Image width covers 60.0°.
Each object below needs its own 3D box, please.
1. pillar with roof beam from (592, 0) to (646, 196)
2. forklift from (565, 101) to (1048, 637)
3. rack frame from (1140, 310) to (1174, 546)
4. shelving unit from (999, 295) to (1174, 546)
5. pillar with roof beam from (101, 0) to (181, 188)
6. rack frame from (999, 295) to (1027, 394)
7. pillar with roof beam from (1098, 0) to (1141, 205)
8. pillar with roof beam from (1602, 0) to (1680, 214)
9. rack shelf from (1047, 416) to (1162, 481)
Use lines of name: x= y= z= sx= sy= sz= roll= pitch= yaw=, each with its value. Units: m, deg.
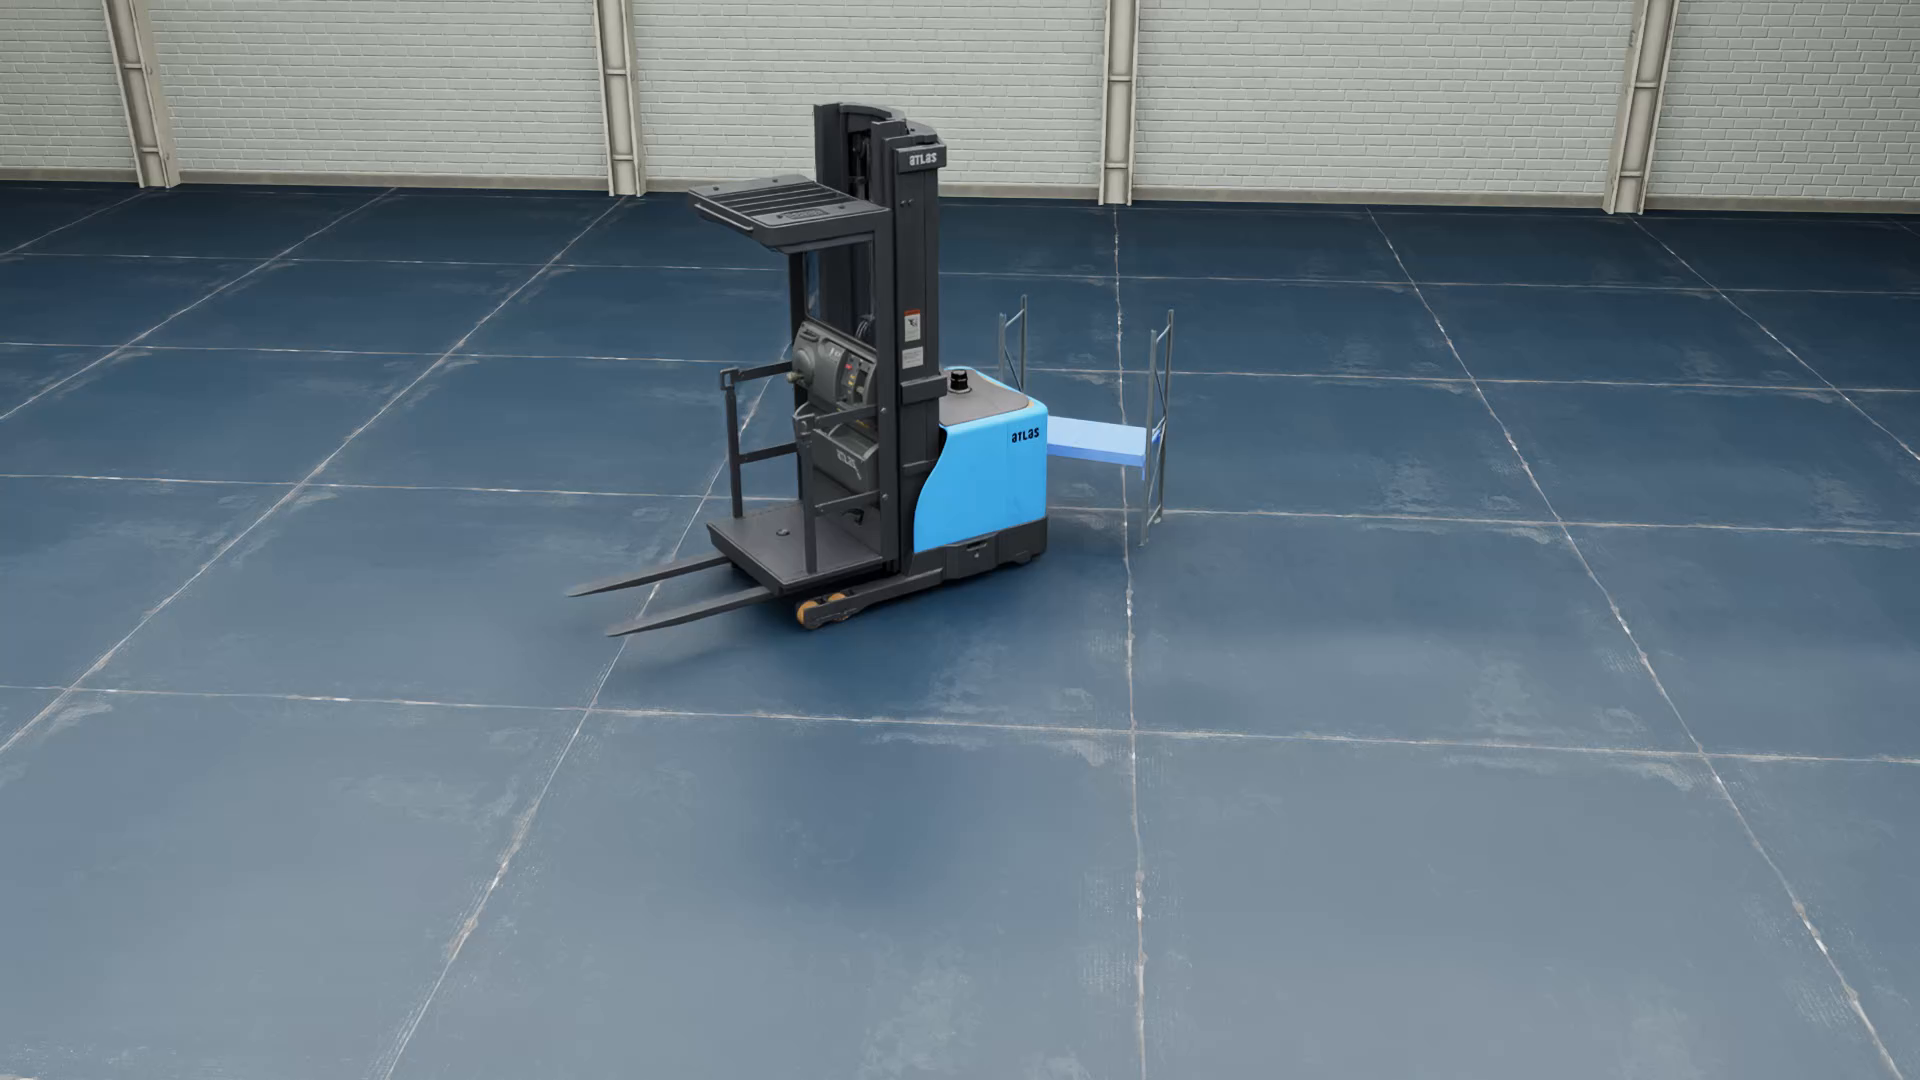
pillar with roof beam: x=-4.434 y=-6.583 z=14.792 sx=0.400 sy=9.000 sz=9.100 roll=2 pitch=25 yaw=4
forklift: x=-0.939 y=-1.043 z=10.011 sx=3.031 sy=2.935 sz=1.130 roll=-15 pitch=29 yaw=-30
rack frame: x=1.311 y=-0.738 z=11.060 sx=0.032 sy=1.500 sz=0.500 roll=9 pitch=26 yaw=18
shelving unit: x=0.833 y=-0.811 z=11.218 sx=1.048 sy=1.500 sz=0.538 roll=9 pitch=26 yaw=18
pillar with roof beam: x=-10.416 y=-6.775 z=15.209 sx=0.400 sy=9.000 sz=9.100 roll=2 pitch=25 yaw=4
rack frame: x=0.356 y=-0.884 z=11.376 sx=0.032 sy=1.500 sz=0.500 roll=9 pitch=26 yaw=18
pillar with roof beam: x=1.549 y=-6.391 z=14.375 sx=0.400 sy=9.000 sz=9.100 roll=2 pitch=25 yaw=4
pillar with roof beam: x=7.531 y=-6.199 z=13.958 sx=0.400 sy=9.000 sz=9.100 roll=2 pitch=25 yaw=4
rack shelf: x=0.833 y=-0.648 z=11.294 sx=1.000 sy=0.185 sz=0.538 roll=9 pitch=26 yaw=18
